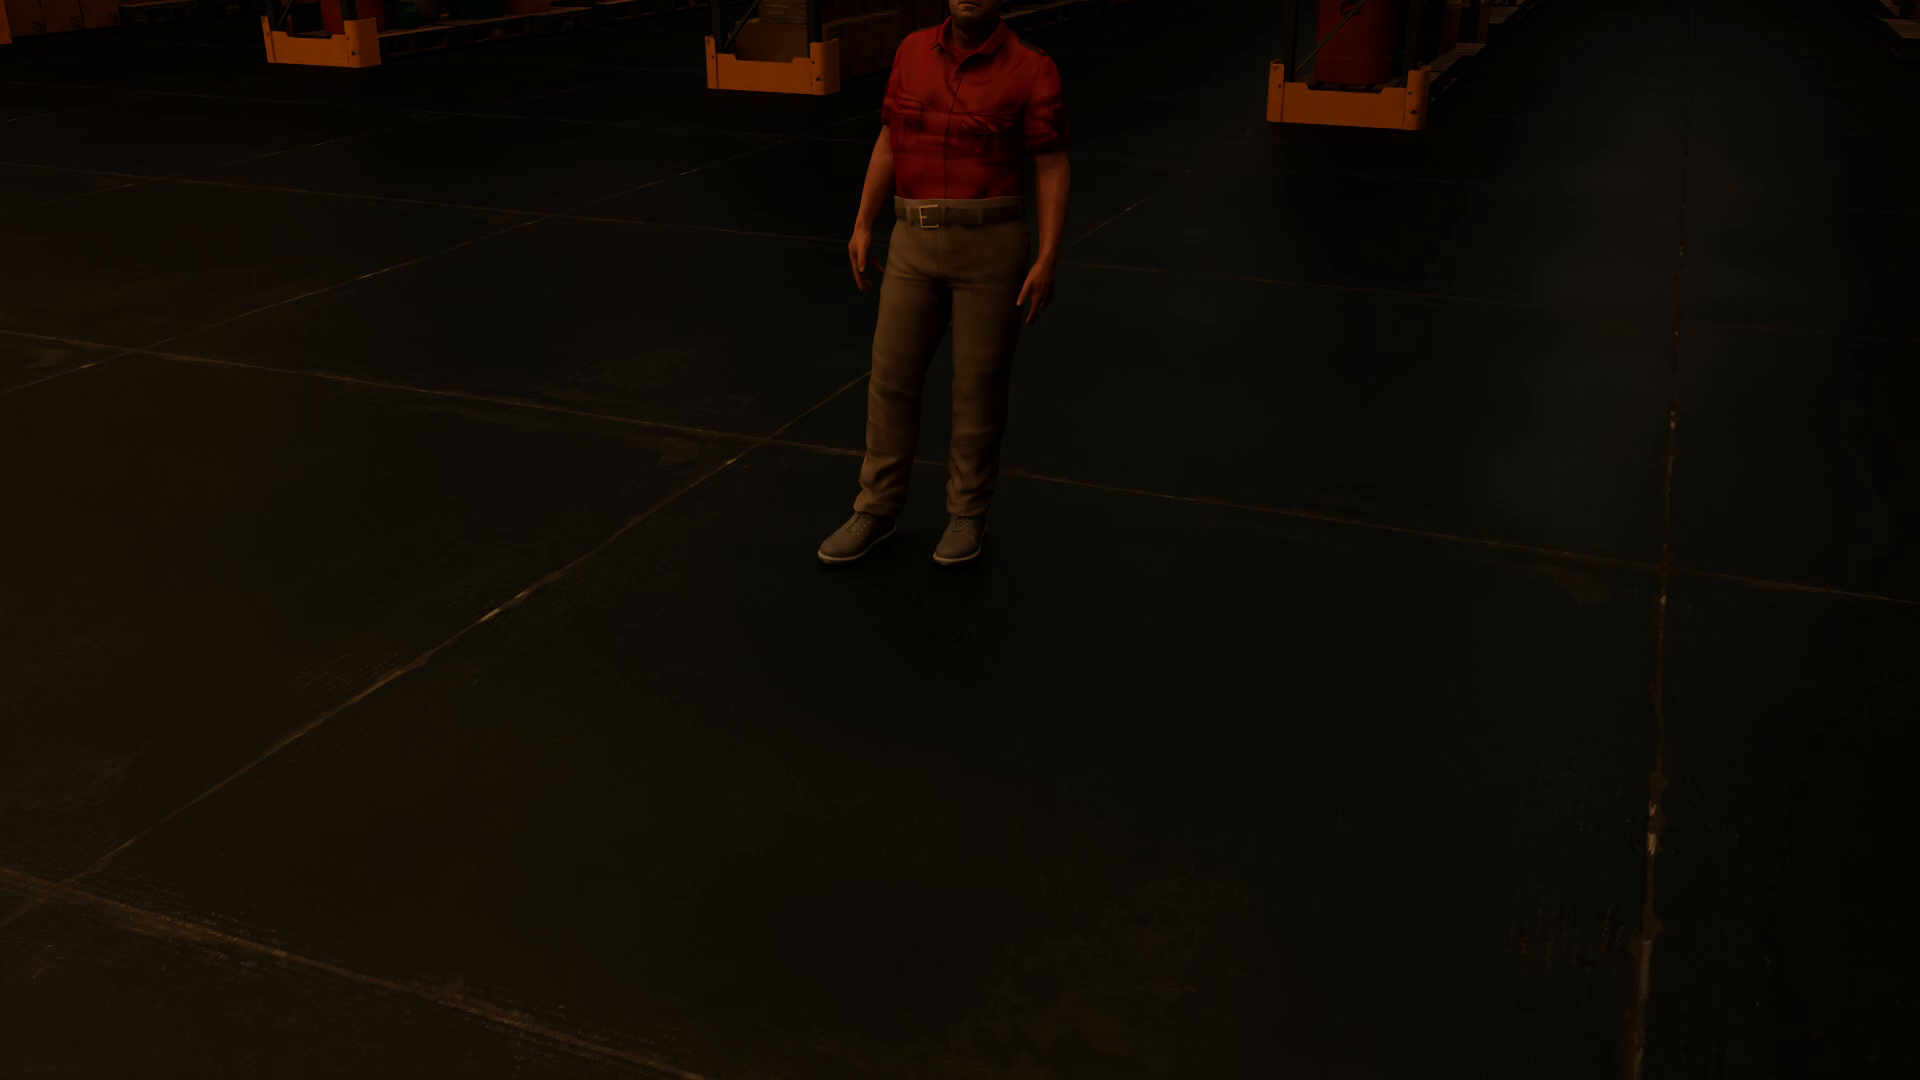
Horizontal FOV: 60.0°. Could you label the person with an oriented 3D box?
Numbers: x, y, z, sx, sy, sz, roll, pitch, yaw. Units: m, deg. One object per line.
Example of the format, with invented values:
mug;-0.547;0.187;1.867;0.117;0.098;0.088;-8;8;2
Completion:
person;-0.046;-0.774;4.685;0.640;1.727;0.551;9;24;21
